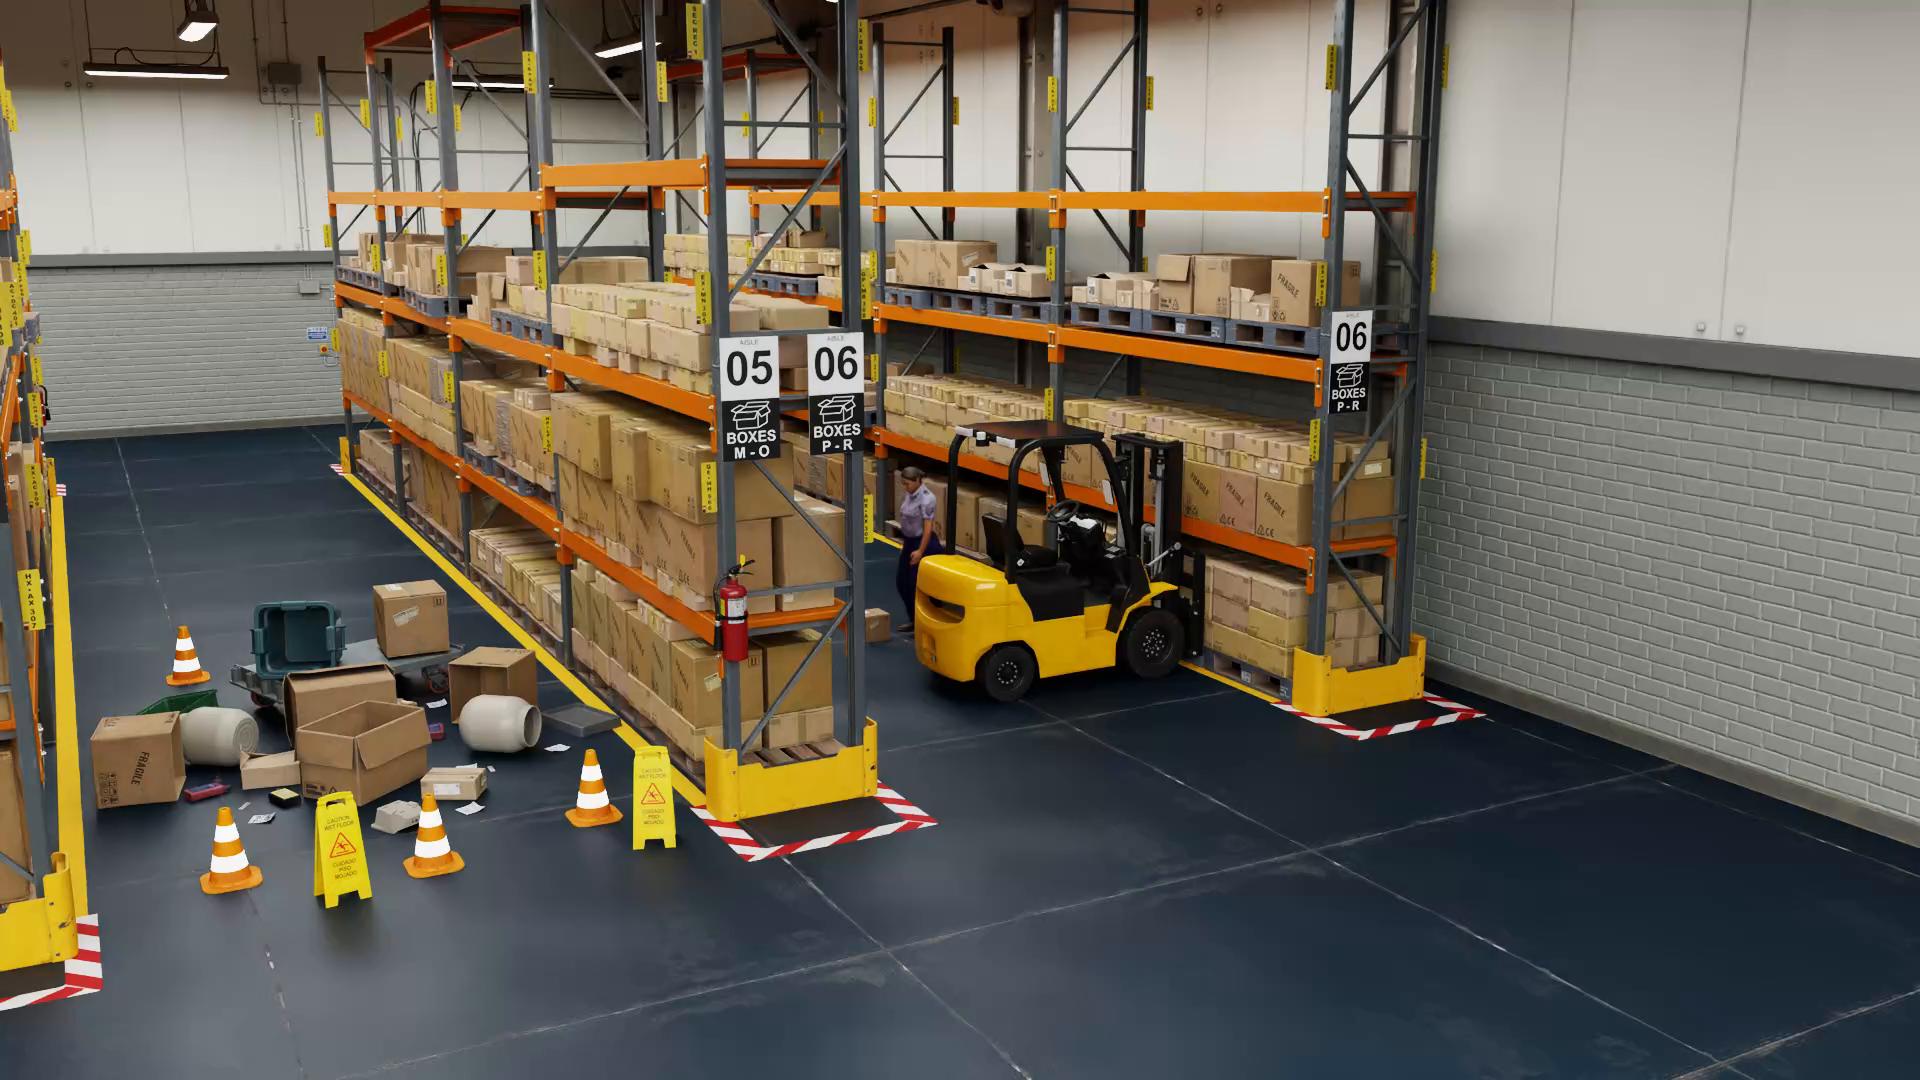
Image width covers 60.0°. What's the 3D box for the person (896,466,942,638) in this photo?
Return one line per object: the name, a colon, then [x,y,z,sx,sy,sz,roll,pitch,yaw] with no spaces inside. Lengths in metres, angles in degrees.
person: [-0.379,0.099,15.629,0.378,1.615,0.493,-6,13,-27]
